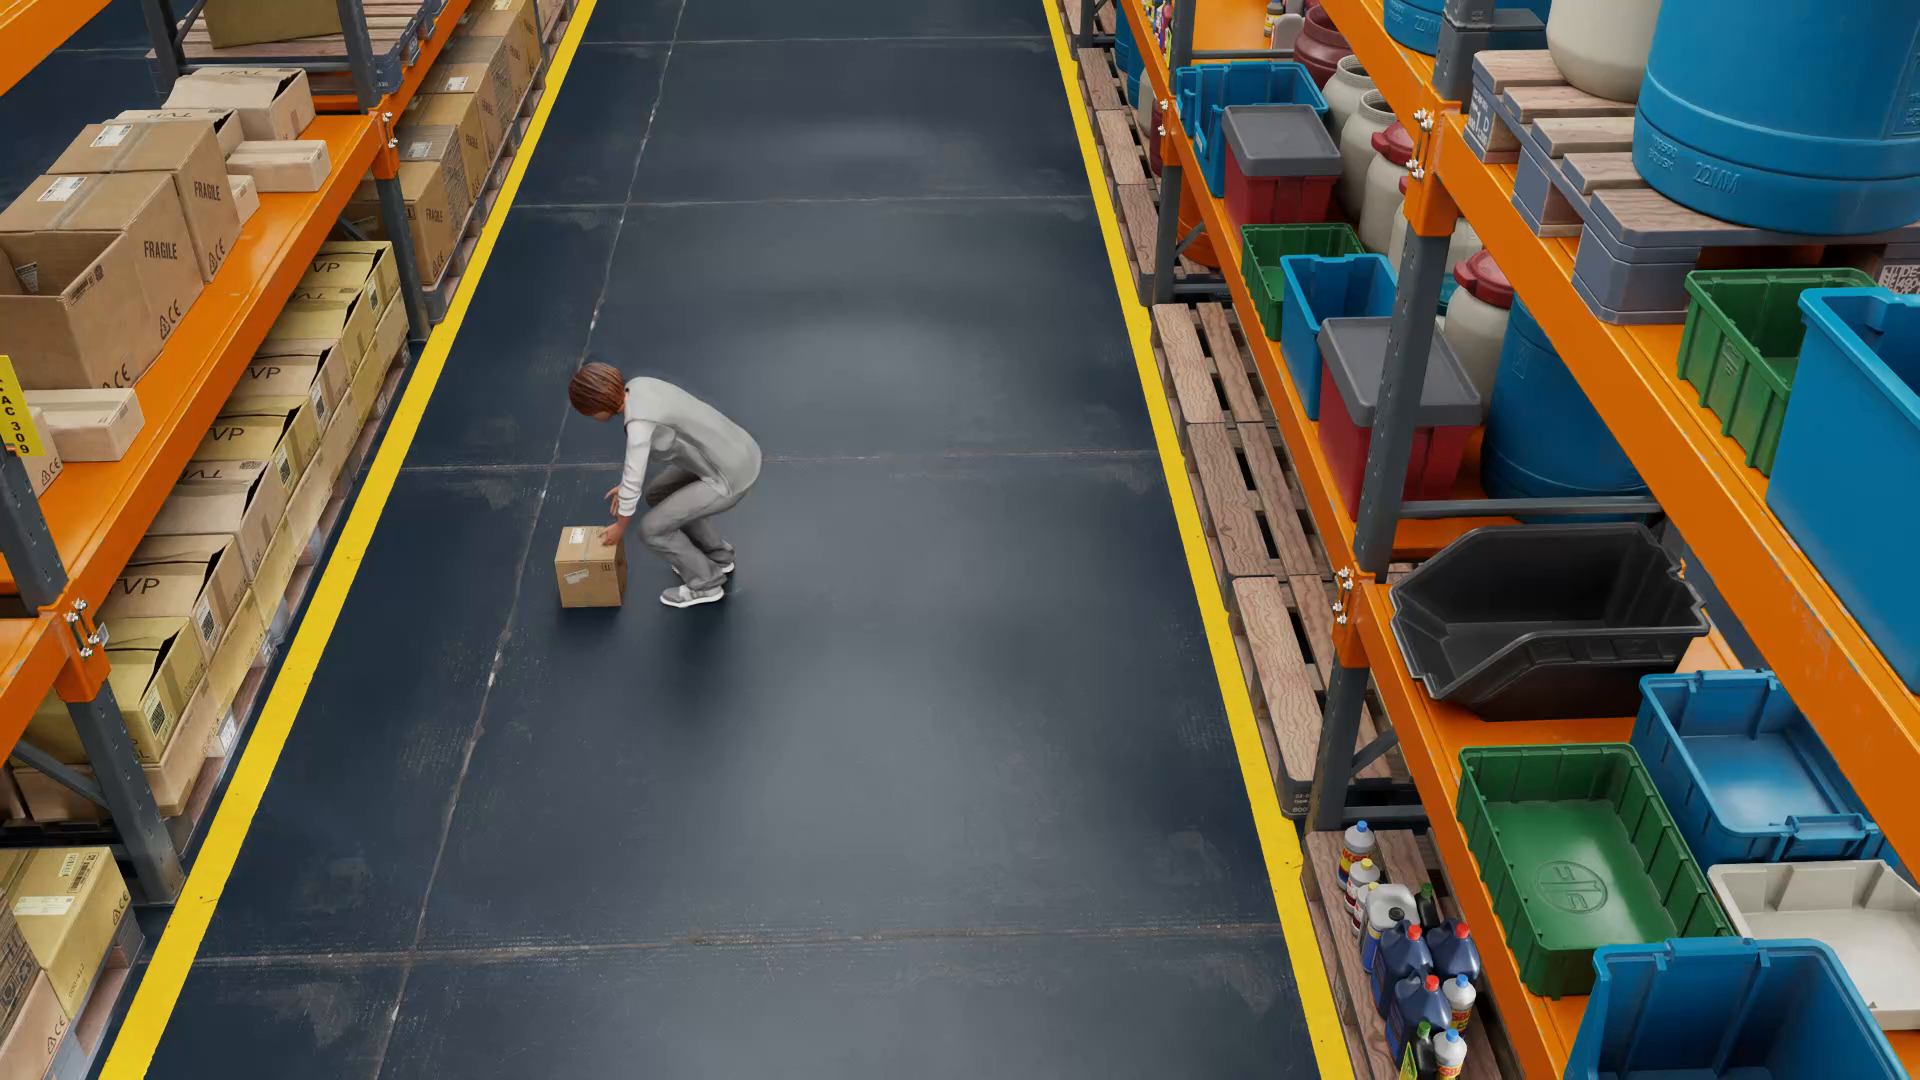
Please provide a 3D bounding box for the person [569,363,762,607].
[{"bbox_3d":[-1.186,-0.231,6.892,0.736,1.115,0.463,-2,36,-2],"label":"person"}]
